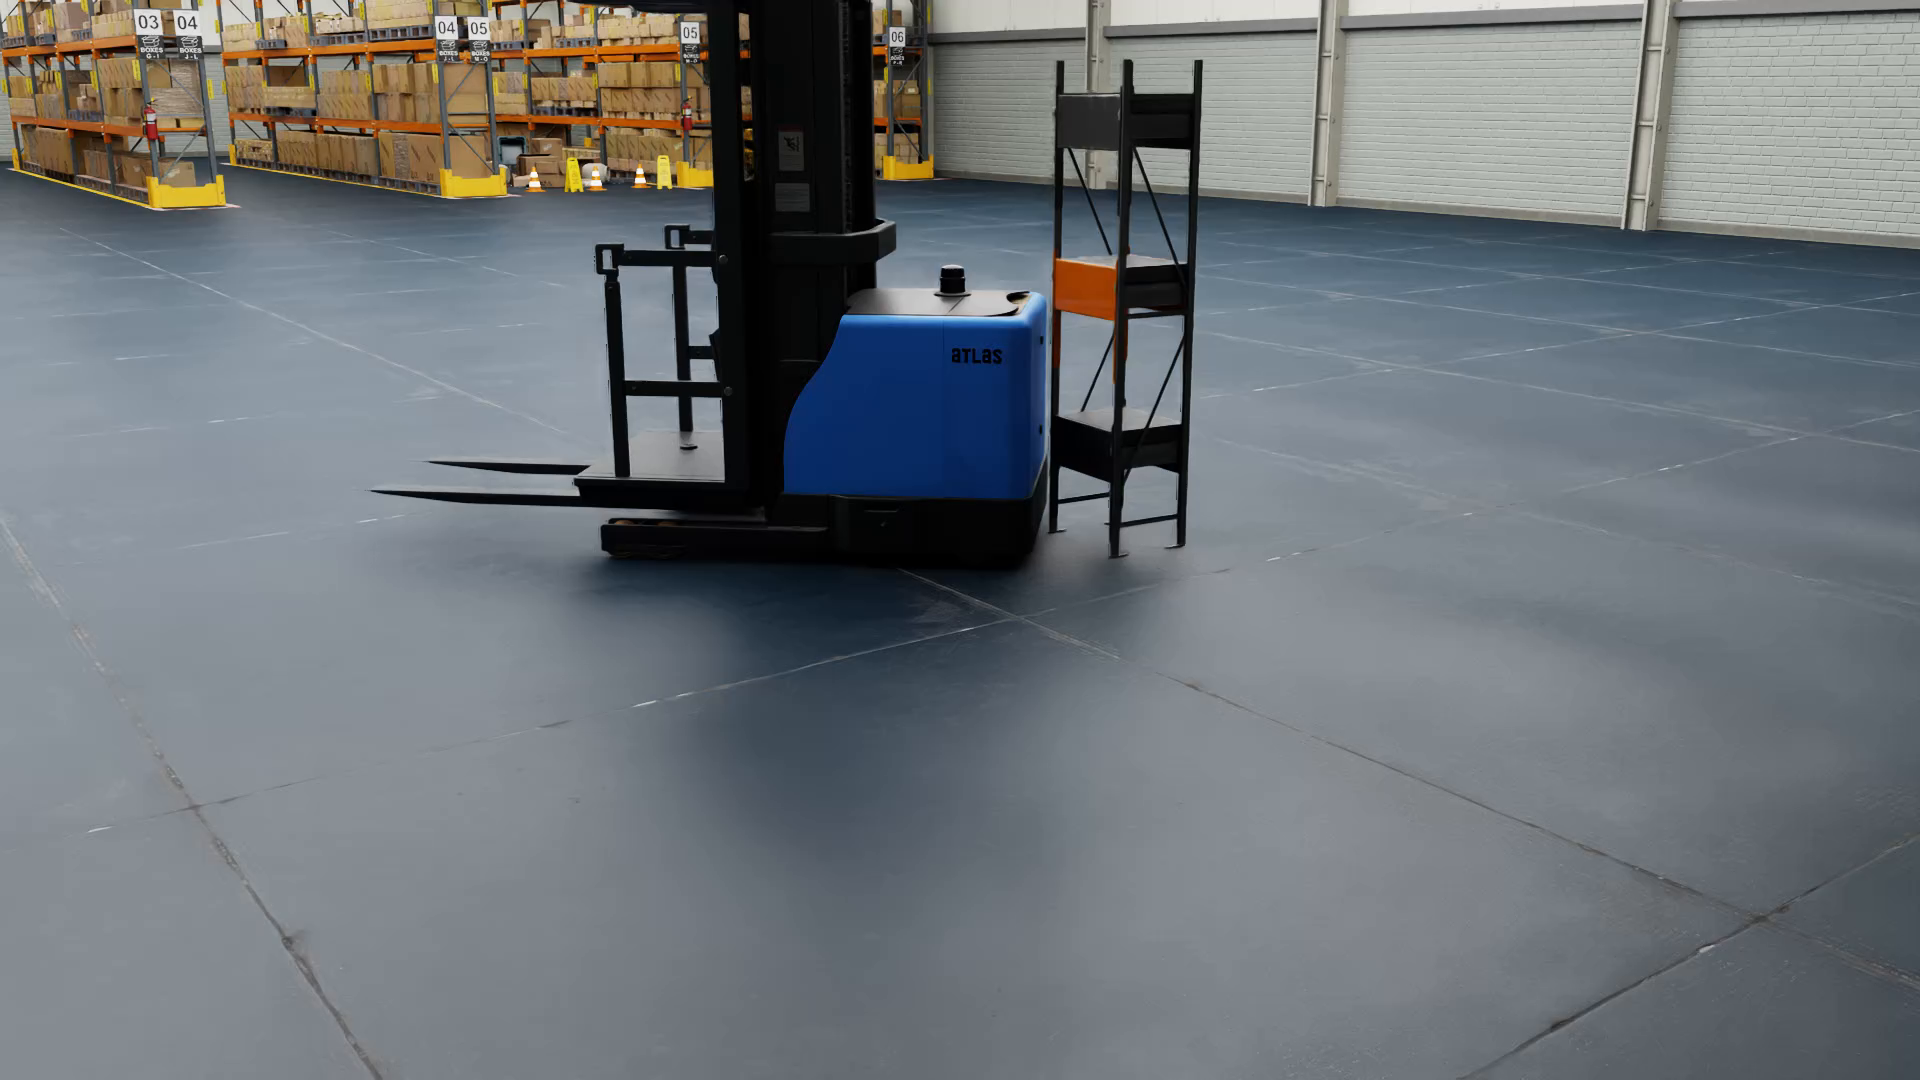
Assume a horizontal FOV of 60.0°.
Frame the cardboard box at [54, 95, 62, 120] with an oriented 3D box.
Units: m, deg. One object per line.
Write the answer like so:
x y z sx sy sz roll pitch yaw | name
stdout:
-18.662 -9.087 34.904 0.500 0.500 0.500 -11 19 -35 | cardboard box

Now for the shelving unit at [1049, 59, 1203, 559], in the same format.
0.710 -1.013 7.299 0.431 2.100 0.503 -9 18 -29 | shelving unit

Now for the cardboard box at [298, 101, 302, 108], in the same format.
-14.618 -9.781 37.311 0.380 0.149 0.250 -11 19 -35 | cardboard box

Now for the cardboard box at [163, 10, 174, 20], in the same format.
-13.154 -8.817 27.956 0.380 0.149 0.250 -11 19 -35 | cardboard box

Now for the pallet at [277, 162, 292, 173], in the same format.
-15.705 -8.955 39.897 1.003 0.211 1.213 -11 19 -35 | pallet

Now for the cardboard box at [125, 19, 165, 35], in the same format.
-13.668 -8.594 27.895 0.500 0.250 0.500 -10 18 -33 | cardboard box

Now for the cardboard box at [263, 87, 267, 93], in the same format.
-16.304 -10.679 39.466 0.380 0.149 0.250 -10 18 -32 | cardboard box

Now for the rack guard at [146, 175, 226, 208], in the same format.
-13.224 -5.966 28.428 1.175 0.500 0.348 -11 19 -35 | rack guard

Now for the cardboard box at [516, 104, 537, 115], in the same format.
-10.374 -10.398 40.167 0.500 0.250 0.500 -12 19 -36 | cardboard box

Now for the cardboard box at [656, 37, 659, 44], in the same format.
-5.996 -10.227 34.053 0.380 0.149 0.250 -11 19 -34 | cardboard box

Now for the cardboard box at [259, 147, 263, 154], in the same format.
-17.181 -9.686 41.324 0.380 0.149 0.250 -10 18 -33 | cardboard box

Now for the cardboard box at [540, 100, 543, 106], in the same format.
-9.687 -10.320 39.279 0.380 0.149 0.250 -12 20 -38 | cardboard box

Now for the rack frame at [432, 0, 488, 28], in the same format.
-9.108 -10.798 29.981 1.000 3.000 0.127 -11 19 -35 | rack frame

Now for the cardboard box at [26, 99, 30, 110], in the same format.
-21.013 -9.953 37.980 0.500 0.250 0.500 -10 18 -33 | cardboard box

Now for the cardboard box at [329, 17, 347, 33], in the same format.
-12.968 -10.862 35.080 0.500 0.311 0.500 -11 19 -36 | cardboard box

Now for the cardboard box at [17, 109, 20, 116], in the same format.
-22.039 -10.105 39.290 0.380 0.149 0.250 -11 19 -36 | cardboard box

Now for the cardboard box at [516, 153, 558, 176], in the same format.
-8.801 -7.736 34.630 0.797 0.637 0.503 -11 19 -35 | cardboard box

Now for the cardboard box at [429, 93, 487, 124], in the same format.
-9.363 -8.049 31.017 0.875 0.550 0.550 -11 19 -35 | cardboard box

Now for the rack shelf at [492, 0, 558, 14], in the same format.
-11.043 -13.183 40.816 1.077 0.370 4.000 -11 19 -35 | rack shelf

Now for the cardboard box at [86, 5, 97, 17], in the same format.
-16.282 -10.026 31.852 0.797 0.503 0.637 -10 18 -32 | cardboard box

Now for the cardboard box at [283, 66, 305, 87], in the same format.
-16.232 -11.275 40.441 0.500 0.500 0.500 -10 18 -33 | cardboard box

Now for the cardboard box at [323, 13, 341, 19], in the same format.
-14.130 -11.716 37.378 0.396 0.266 0.258 -11 19 -35 | cardboard box

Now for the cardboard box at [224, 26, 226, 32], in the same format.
-18.509 -13.024 42.379 0.380 0.149 0.250 -11 19 -35 | cardboard box

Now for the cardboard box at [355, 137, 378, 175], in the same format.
-11.898 -7.994 34.568 1.050 0.750 0.750 -11 19 -35 | cardboard box

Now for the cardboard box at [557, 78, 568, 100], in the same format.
-8.872 -10.334 38.102 0.500 0.500 0.500 -12 19 -37 | cardboard box

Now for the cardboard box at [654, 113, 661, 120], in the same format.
-6.104 -8.765 34.393 0.380 0.149 0.250 -10 18 -34 | cardboard box

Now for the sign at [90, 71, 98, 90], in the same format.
-15.978 -8.481 30.689 0.100 0.325 0.005 -11 19 -35 | sign

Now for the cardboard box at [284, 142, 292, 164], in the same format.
-15.631 -9.152 39.271 0.500 0.500 0.500 -10 18 -32 | cardboard box

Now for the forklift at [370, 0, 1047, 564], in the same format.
-1.141 -1.463 7.370 3.031 2.935 1.130 2 15 7 | forklift

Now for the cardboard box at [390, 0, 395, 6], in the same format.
-10.626 -10.264 31.693 0.380 0.149 0.250 -11 19 -35 | cardboard box

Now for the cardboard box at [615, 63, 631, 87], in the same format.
-6.876 -9.871 35.311 0.700 0.500 0.500 -11 19 -36 | cardboard box

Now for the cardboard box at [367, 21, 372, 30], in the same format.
-11.521 -10.204 32.985 0.380 0.149 0.250 -11 19 -35 | cardboard box

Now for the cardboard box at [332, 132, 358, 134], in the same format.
-14.021 -9.156 37.865 0.500 0.250 0.500 -12 19 -37 | cardboard box

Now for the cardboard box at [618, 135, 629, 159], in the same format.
-7.062 -8.506 35.964 0.500 0.500 0.500 -10 18 -32 | cardboard box

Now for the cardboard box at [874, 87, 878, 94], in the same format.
-1.755 -9.907 36.672 0.380 0.149 0.250 -11 18 -34 | cardboard box

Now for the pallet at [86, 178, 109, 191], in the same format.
-16.712 -7.092 33.087 1.003 0.211 1.213 -11 19 -35 | pallet

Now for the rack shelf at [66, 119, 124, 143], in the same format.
-16.707 -8.090 32.815 1.077 0.370 4.000 -11 19 -35 | rack shelf

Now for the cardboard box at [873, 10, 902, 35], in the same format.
-1.608 -11.268 36.206 0.500 0.500 0.500 -10 18 -33 | cardboard box

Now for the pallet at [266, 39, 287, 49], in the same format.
-15.274 -11.453 38.414 1.213 0.211 1.003 -11 19 -35 | pallet

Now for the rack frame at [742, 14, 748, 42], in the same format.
-5.854 -14.067 41.926 1.000 3.000 0.127 -11 19 -35 | rack frame

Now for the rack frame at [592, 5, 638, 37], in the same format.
-7.515 -12.442 35.988 1.000 3.000 0.127 -11 19 -35 | rack frame

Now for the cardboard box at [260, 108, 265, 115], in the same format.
-16.760 -10.408 40.397 0.380 0.149 0.250 -11 19 -36 | cardboard box

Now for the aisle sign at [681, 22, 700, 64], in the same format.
-5.361 -9.890 33.103 0.394 0.787 0.004 -11 19 -35 | aisle sign

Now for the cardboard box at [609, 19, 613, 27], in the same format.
-7.270 -11.032 35.483 0.380 0.149 0.250 -12 19 -36 | cardboard box

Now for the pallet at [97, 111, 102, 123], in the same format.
-15.863 -8.103 31.864 1.003 0.211 1.213 -11 19 -35 | pallet

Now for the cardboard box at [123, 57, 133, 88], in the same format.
-14.001 -8.015 28.530 0.500 0.500 0.500 -11 19 -35 | cardboard box

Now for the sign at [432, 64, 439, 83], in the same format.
-9.555 -8.496 30.292 0.100 0.325 0.005 -11 19 -35 | sign

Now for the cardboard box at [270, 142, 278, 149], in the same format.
-16.583 -9.616 40.507 0.380 0.149 0.250 -10 18 -33 | cardboard box

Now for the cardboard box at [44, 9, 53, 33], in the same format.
-18.879 -10.851 34.874 0.500 0.500 0.500 -10 18 -32 | cardboard box

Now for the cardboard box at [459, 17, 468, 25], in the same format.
-9.050 -9.603 30.791 0.380 0.149 0.250 -11 19 -34 | cardboard box
